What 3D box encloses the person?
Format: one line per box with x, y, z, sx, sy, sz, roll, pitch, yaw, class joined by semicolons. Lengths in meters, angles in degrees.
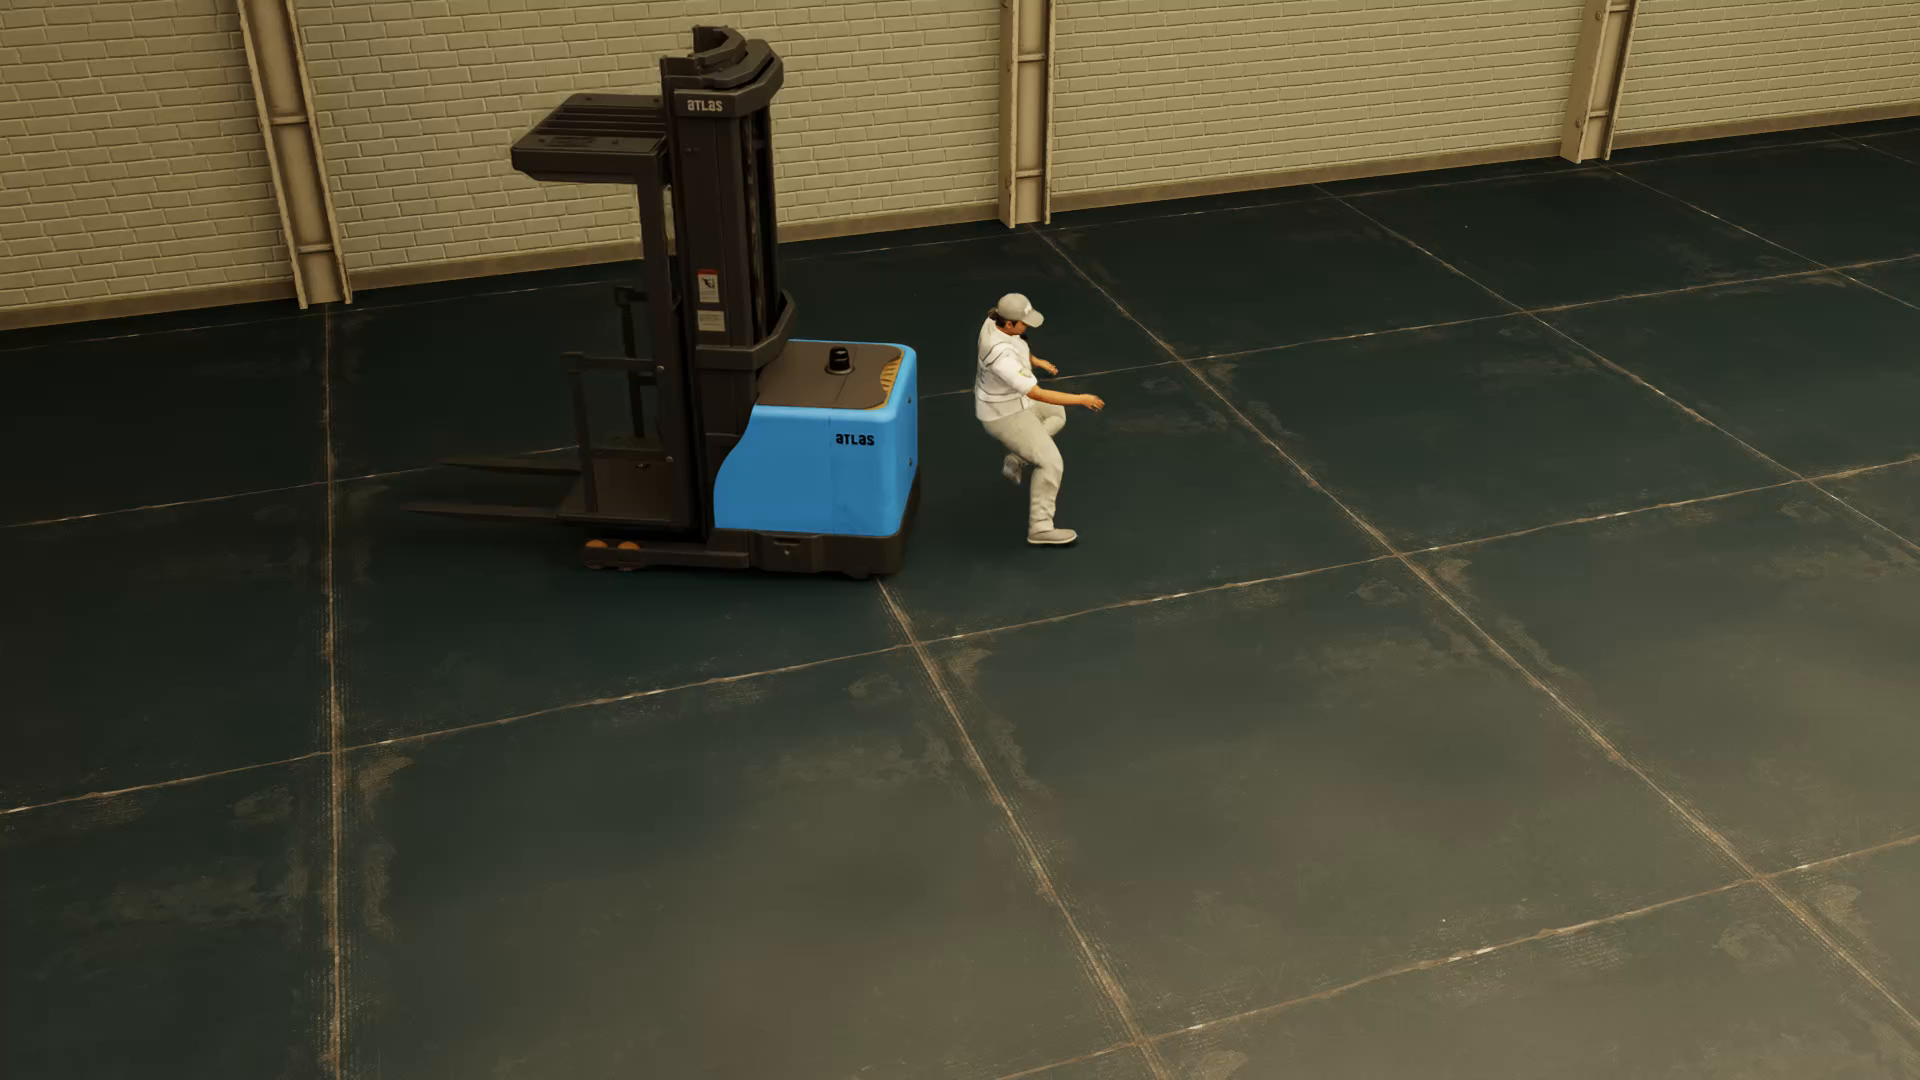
0.466;-0.801;9.931;0.751;1.471;0.799;-1;30;-1;person

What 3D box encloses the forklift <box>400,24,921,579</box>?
-1.797;-1.348;9.430;3.031;2.935;1.130;3;30;5;forklift
